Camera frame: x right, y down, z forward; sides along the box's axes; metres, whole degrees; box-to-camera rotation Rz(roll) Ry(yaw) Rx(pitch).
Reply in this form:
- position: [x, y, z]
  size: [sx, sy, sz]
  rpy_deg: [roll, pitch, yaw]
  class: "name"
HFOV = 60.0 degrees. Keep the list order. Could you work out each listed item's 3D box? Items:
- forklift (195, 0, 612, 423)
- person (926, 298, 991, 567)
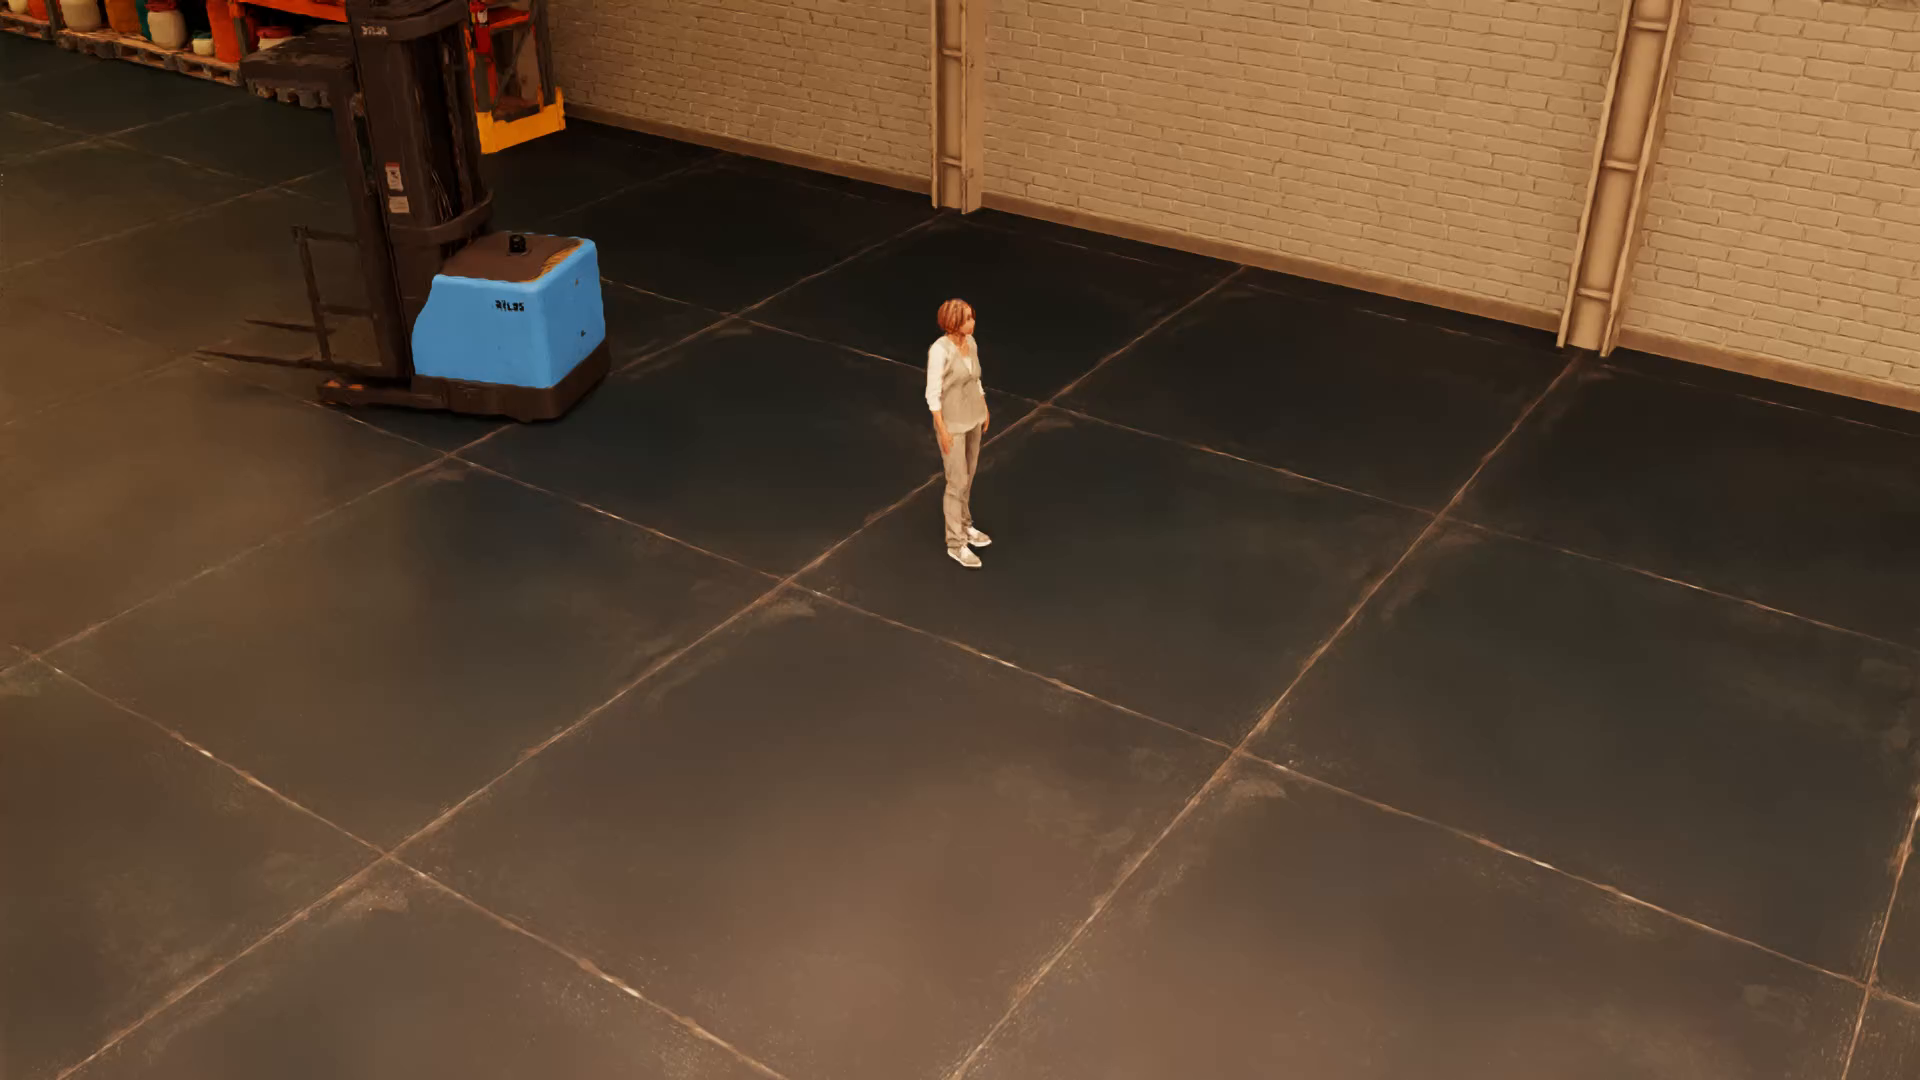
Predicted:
- position: [-4.219, -2.491, 11.871]
  size: [3.031, 2.935, 1.130]
  rpy_deg: [7, 31, 12]
  class: "forklift"
- position: [0.054, -0.670, 10.050]
  size: [0.474, 1.597, 0.521]
  rpy_deg: [19, 35, 29]
  class: "person"
